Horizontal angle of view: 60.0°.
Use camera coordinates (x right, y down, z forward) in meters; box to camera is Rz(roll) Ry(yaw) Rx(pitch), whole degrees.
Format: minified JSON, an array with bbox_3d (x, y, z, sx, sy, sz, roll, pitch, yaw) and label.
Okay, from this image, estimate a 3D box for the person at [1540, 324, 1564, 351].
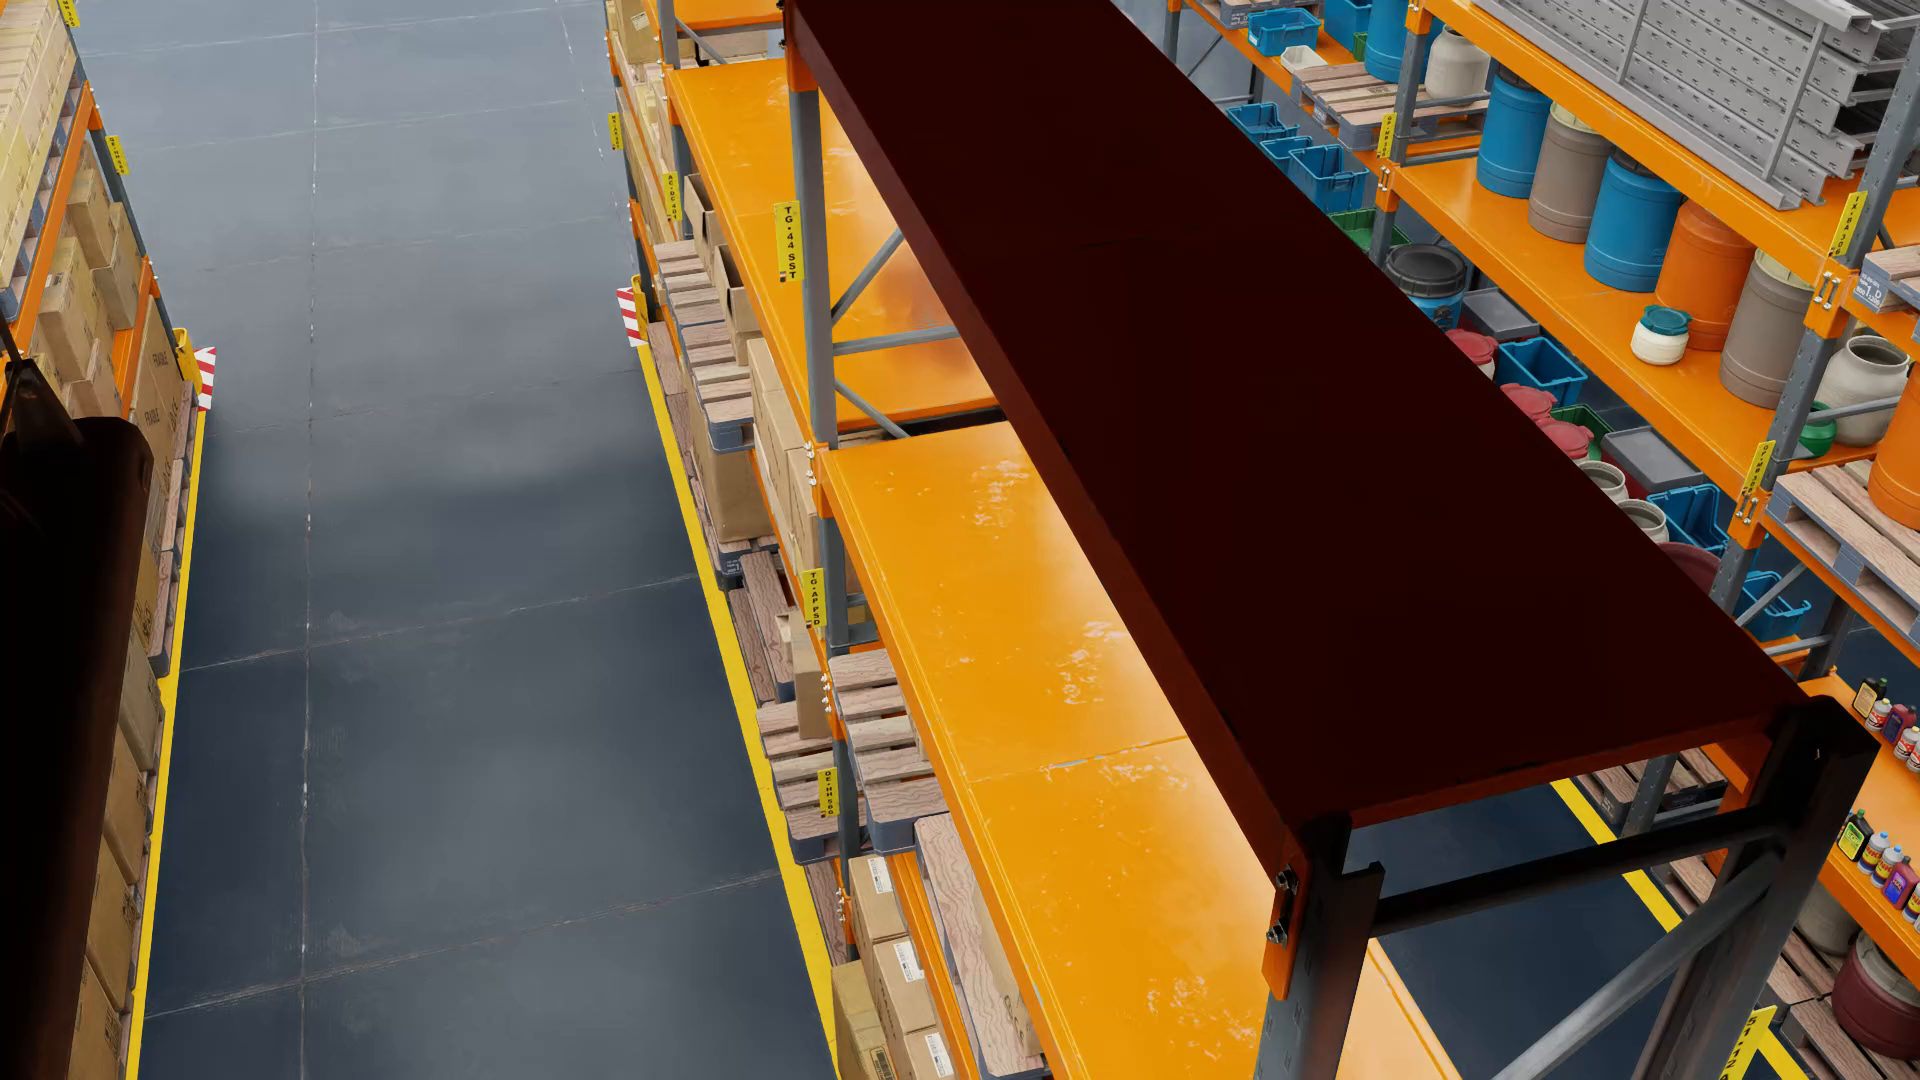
[{"bbox_3d":[5.099,-2.377,14.647,0.568,1.436,0.867,-25,45,-28],"label":"person"}]
